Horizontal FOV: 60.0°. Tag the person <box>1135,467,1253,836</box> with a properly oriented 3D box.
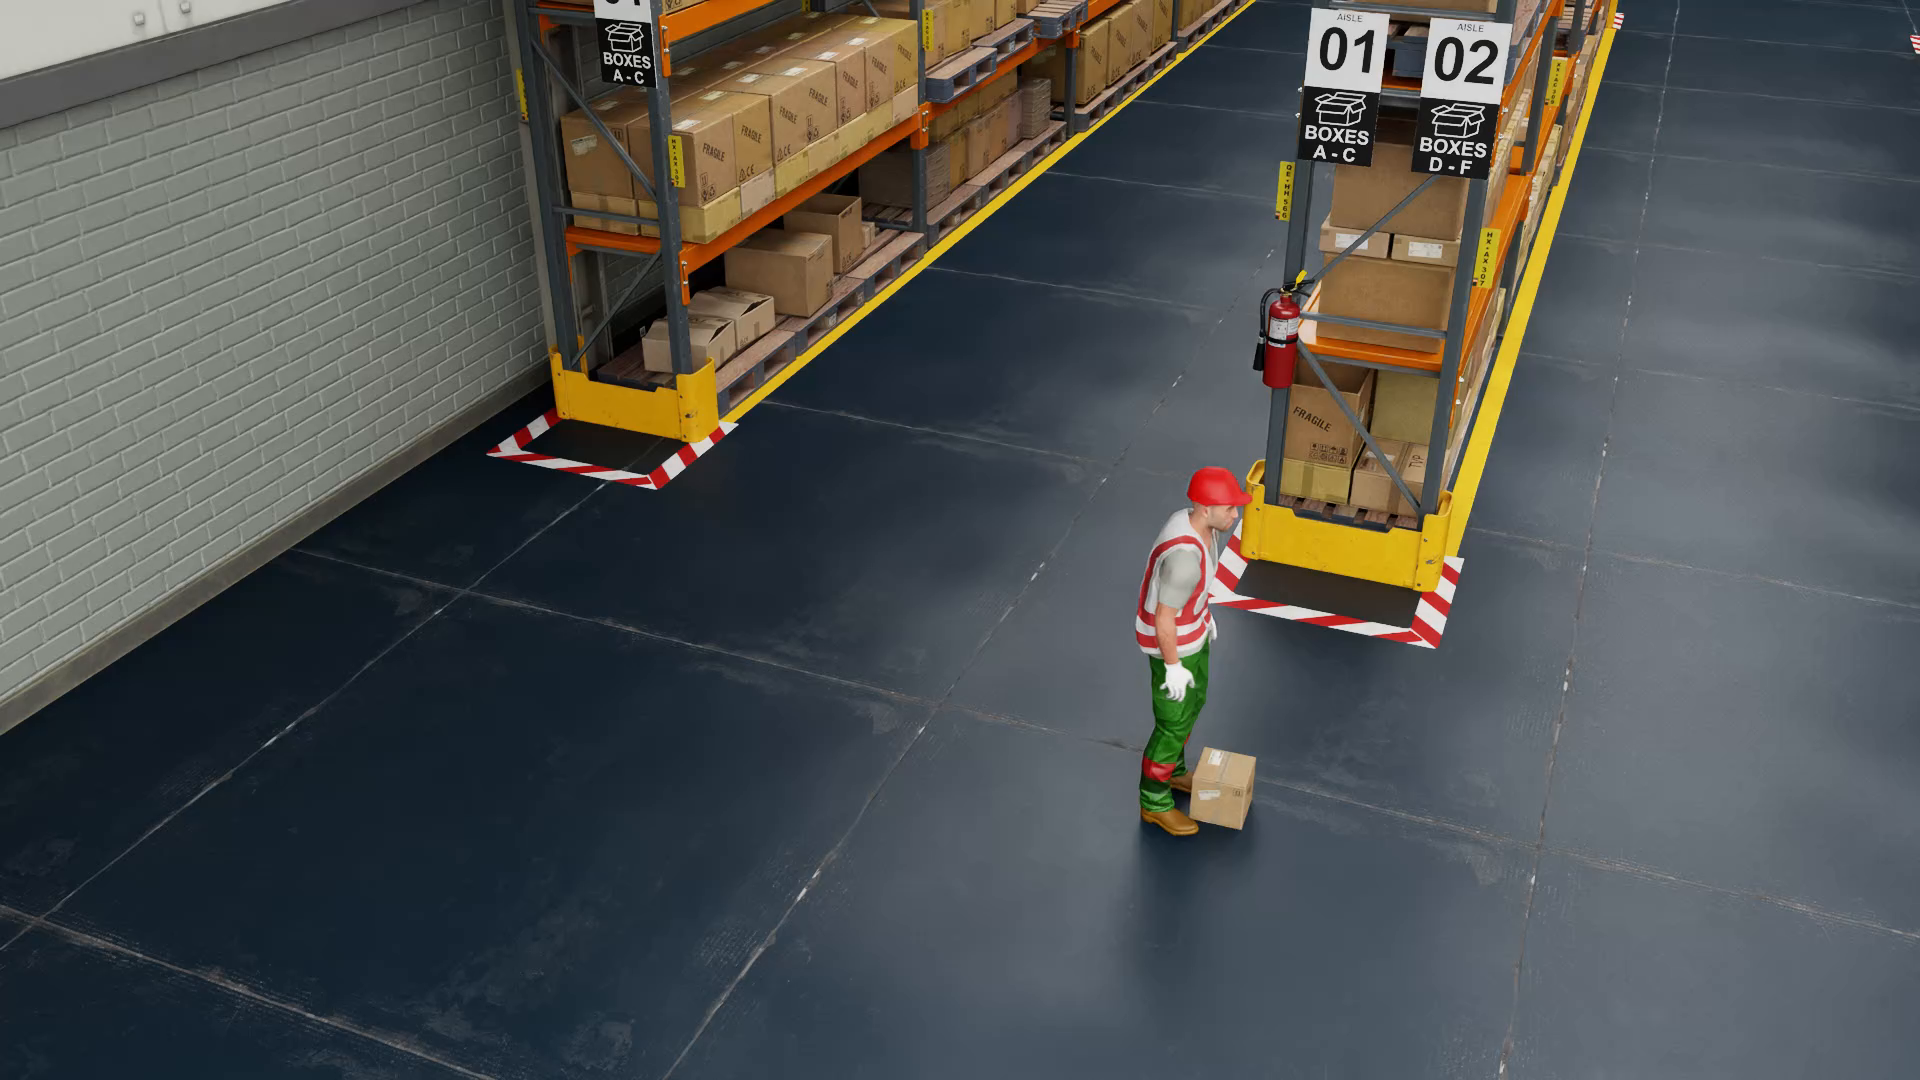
[{"bbox_3d":[1.032,0.471,7.549,0.455,1.779,0.612,11,31,19],"label":"person"}]
